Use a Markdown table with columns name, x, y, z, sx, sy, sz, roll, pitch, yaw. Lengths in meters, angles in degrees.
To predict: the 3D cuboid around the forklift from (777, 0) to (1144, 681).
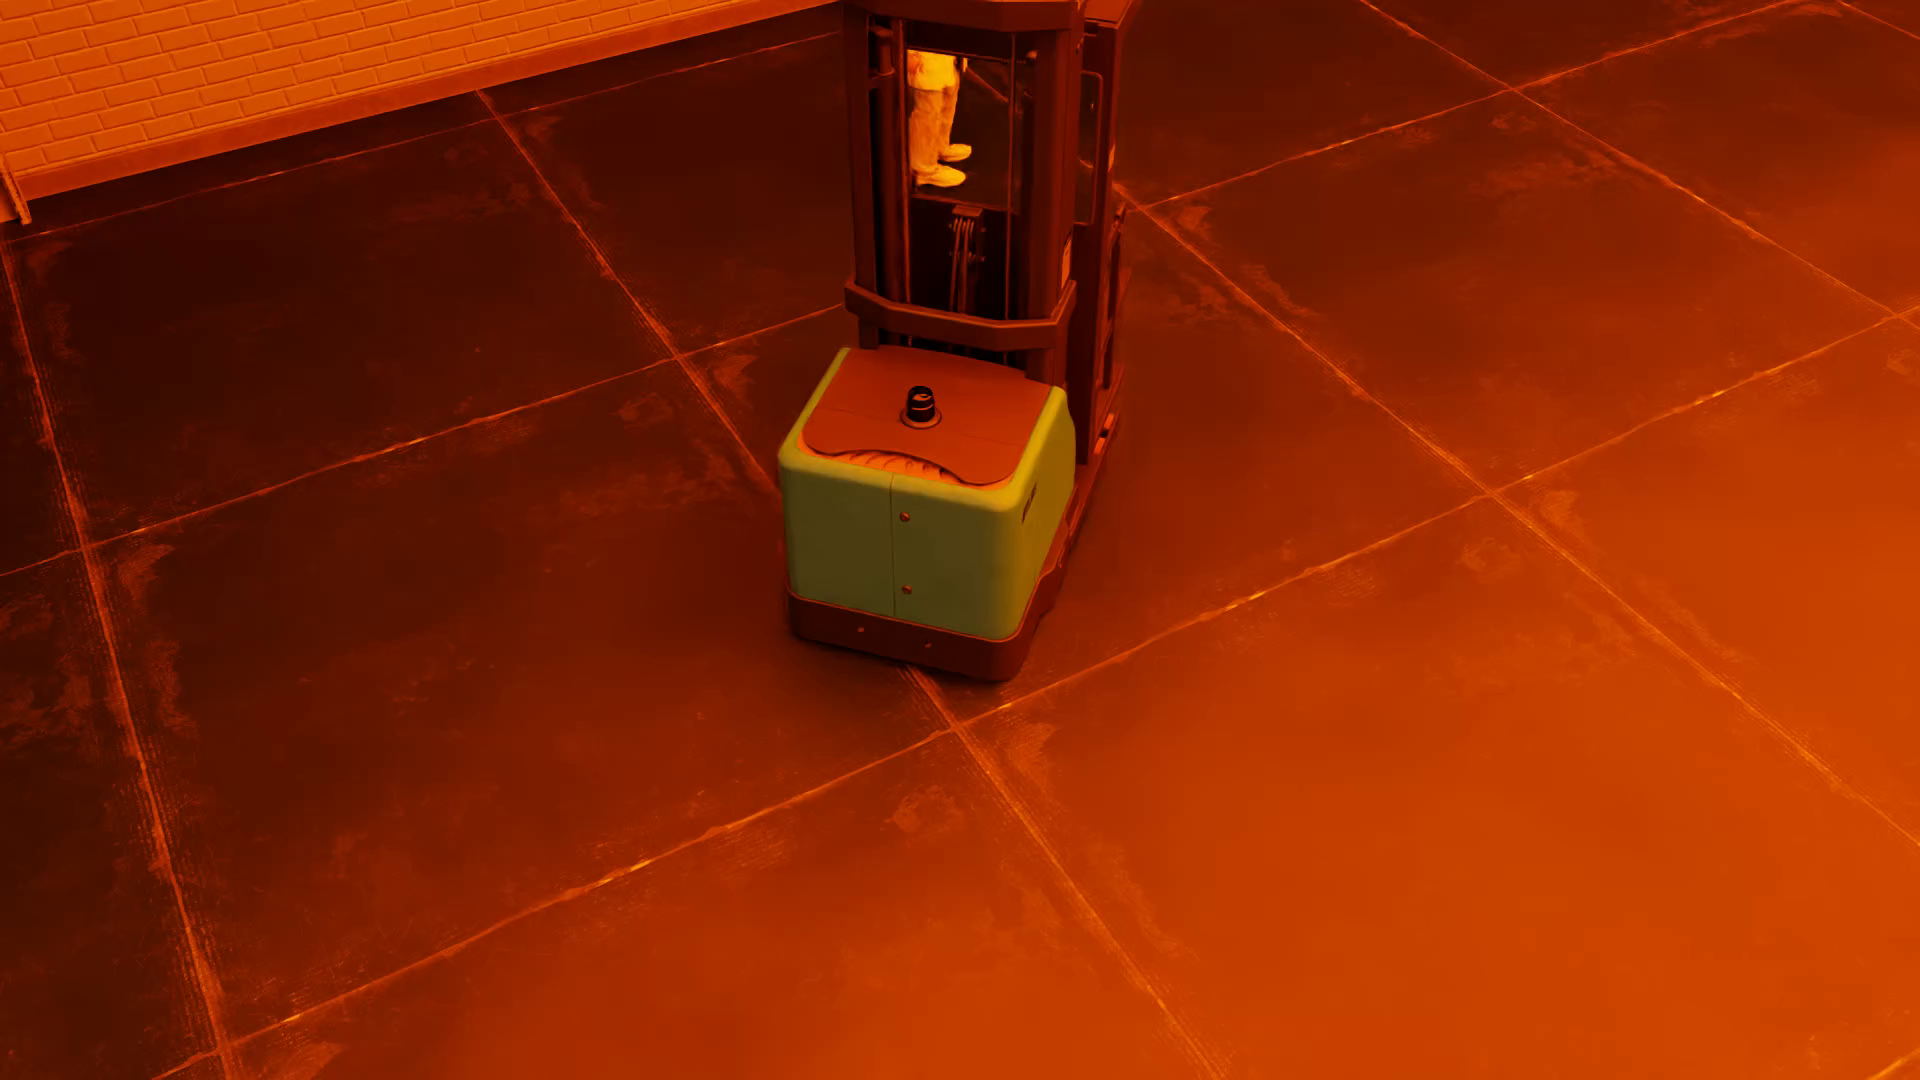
| name | x | y | z | sx | sy | sz | roll | pitch | yaw |
| --- | --- | --- | --- | --- | --- | --- | --- | --- | --- |
| forklift | 0.170 | -1.492 | 7.306 | 1.130 | 2.935 | 3.031 | 12 | 44 | 13 |

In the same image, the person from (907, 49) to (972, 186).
| name | x | y | z | sx | sy | sz | roll | pitch | yaw |
| --- | --- | --- | --- | --- | --- | --- | --- | --- | --- |
| person | -0.126 | -2.933 | 9.708 | 0.400 | 1.781 | 0.620 | 17 | 46 | 18 |
